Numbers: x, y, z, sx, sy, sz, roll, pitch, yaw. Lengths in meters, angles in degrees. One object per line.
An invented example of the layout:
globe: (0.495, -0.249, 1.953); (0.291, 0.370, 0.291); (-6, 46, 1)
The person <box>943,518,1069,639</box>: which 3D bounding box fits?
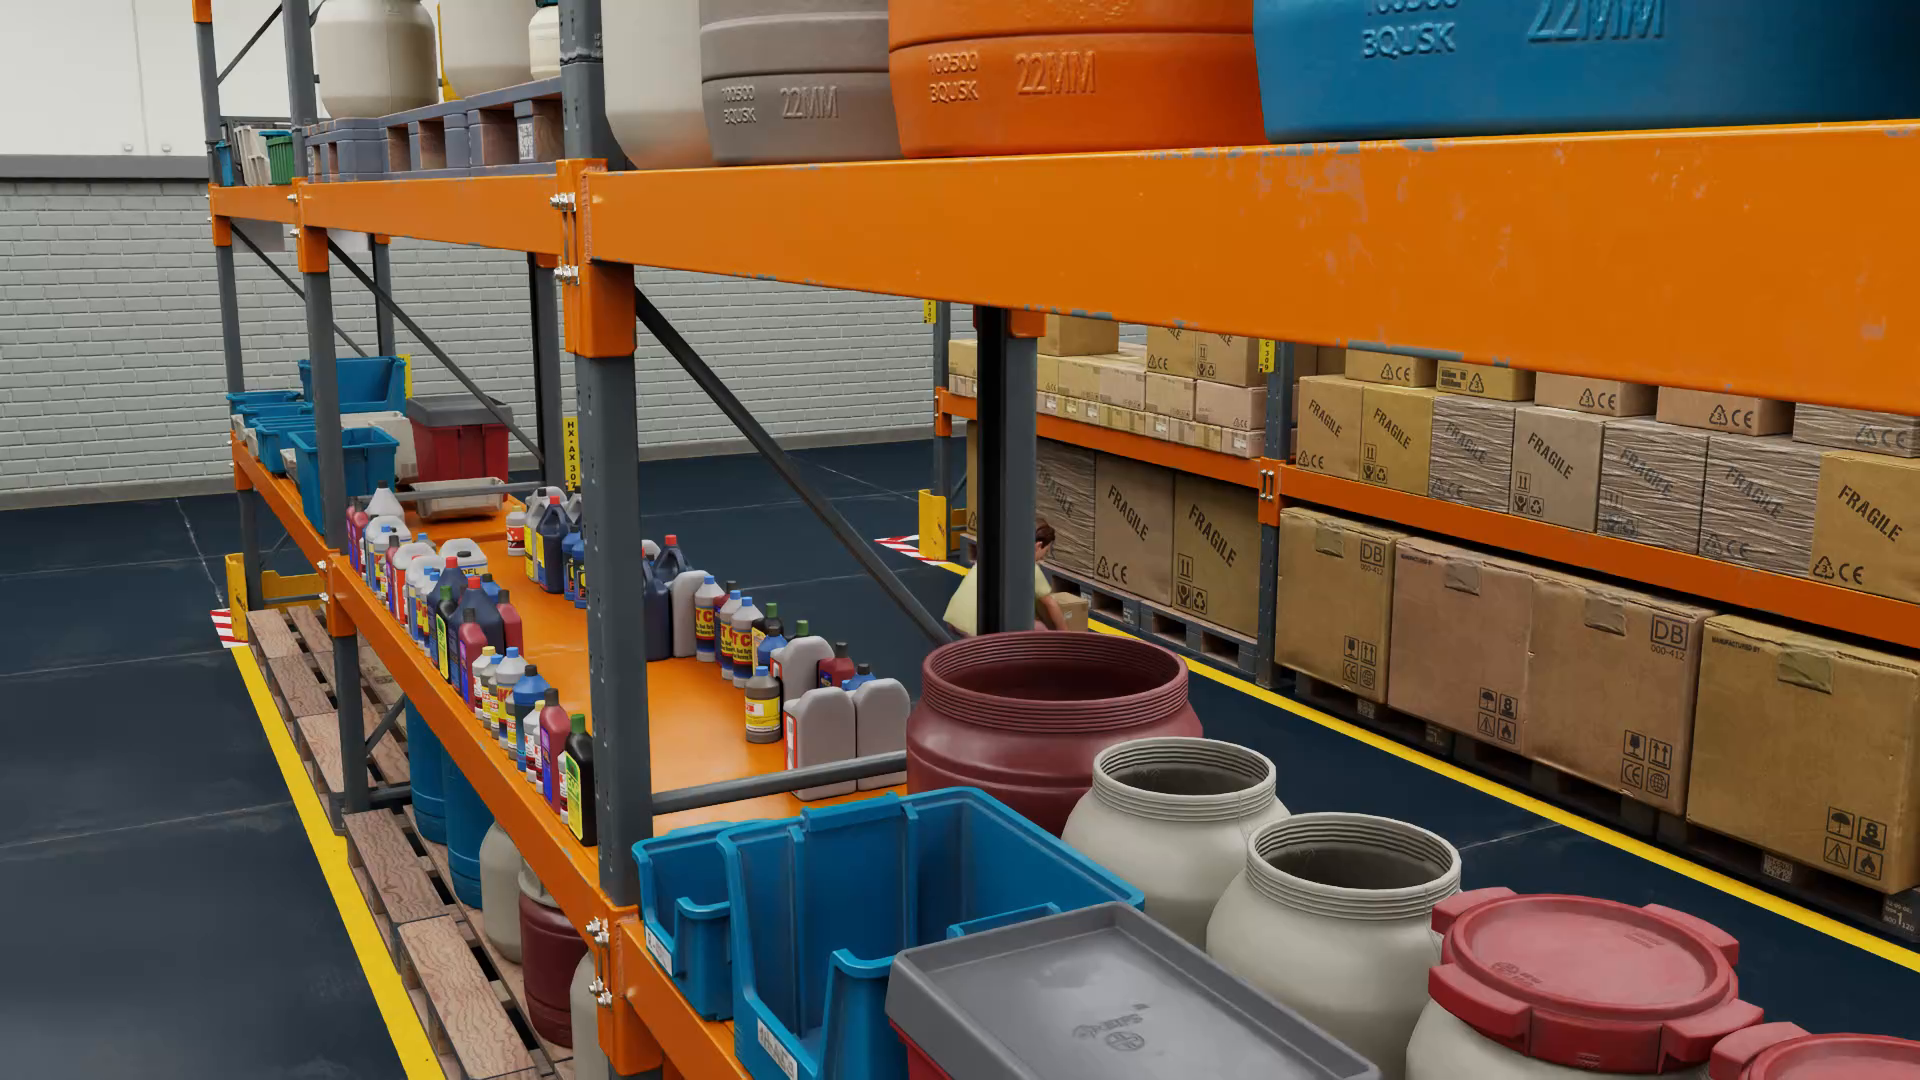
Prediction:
person: (0.292, 0.361, 9.562); (0.816, 0.937, 0.474); (-7, 13, -29)
